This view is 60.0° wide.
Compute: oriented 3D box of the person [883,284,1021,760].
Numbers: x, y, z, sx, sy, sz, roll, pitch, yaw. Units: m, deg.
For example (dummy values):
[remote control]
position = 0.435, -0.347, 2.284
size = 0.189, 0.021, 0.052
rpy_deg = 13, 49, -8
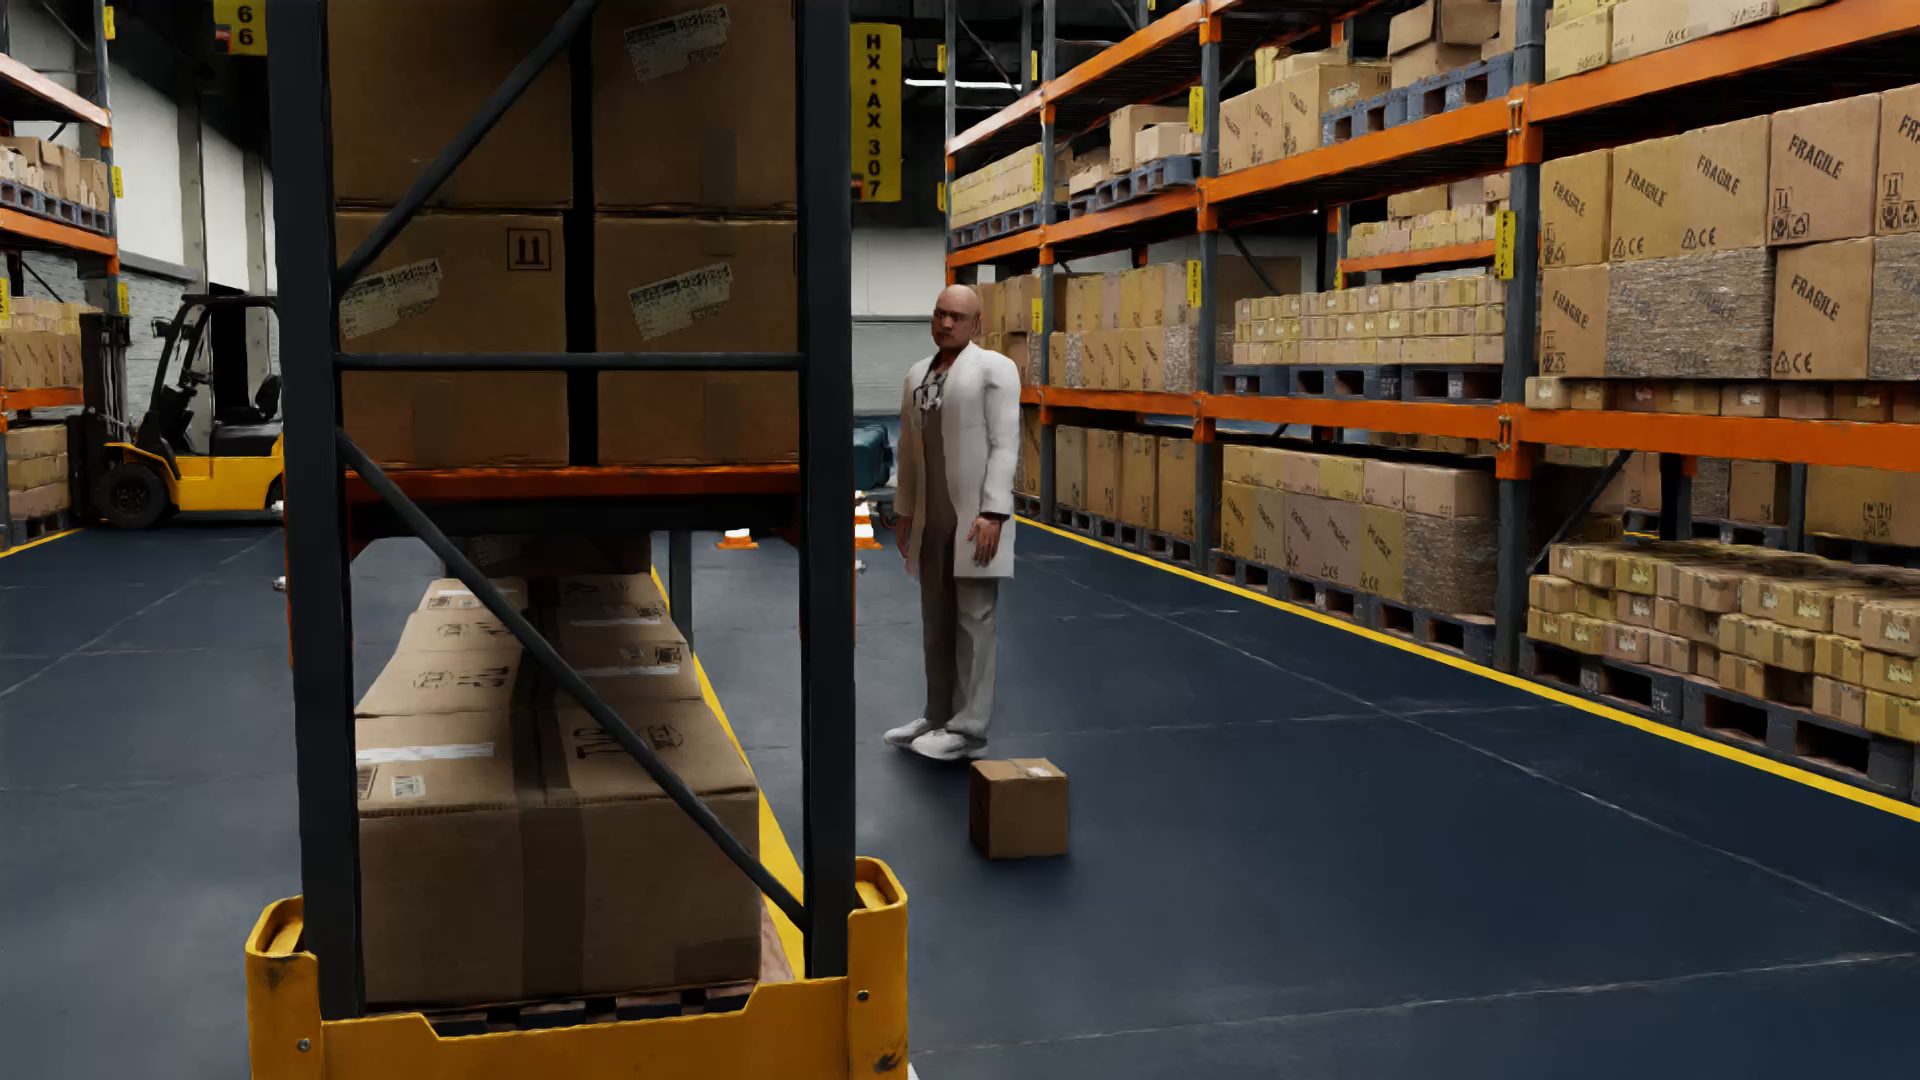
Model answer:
[person]
position = -0.089, -0.067, 6.286
size = 0.654, 1.785, 0.551
rpy_deg = 5, 8, 42
